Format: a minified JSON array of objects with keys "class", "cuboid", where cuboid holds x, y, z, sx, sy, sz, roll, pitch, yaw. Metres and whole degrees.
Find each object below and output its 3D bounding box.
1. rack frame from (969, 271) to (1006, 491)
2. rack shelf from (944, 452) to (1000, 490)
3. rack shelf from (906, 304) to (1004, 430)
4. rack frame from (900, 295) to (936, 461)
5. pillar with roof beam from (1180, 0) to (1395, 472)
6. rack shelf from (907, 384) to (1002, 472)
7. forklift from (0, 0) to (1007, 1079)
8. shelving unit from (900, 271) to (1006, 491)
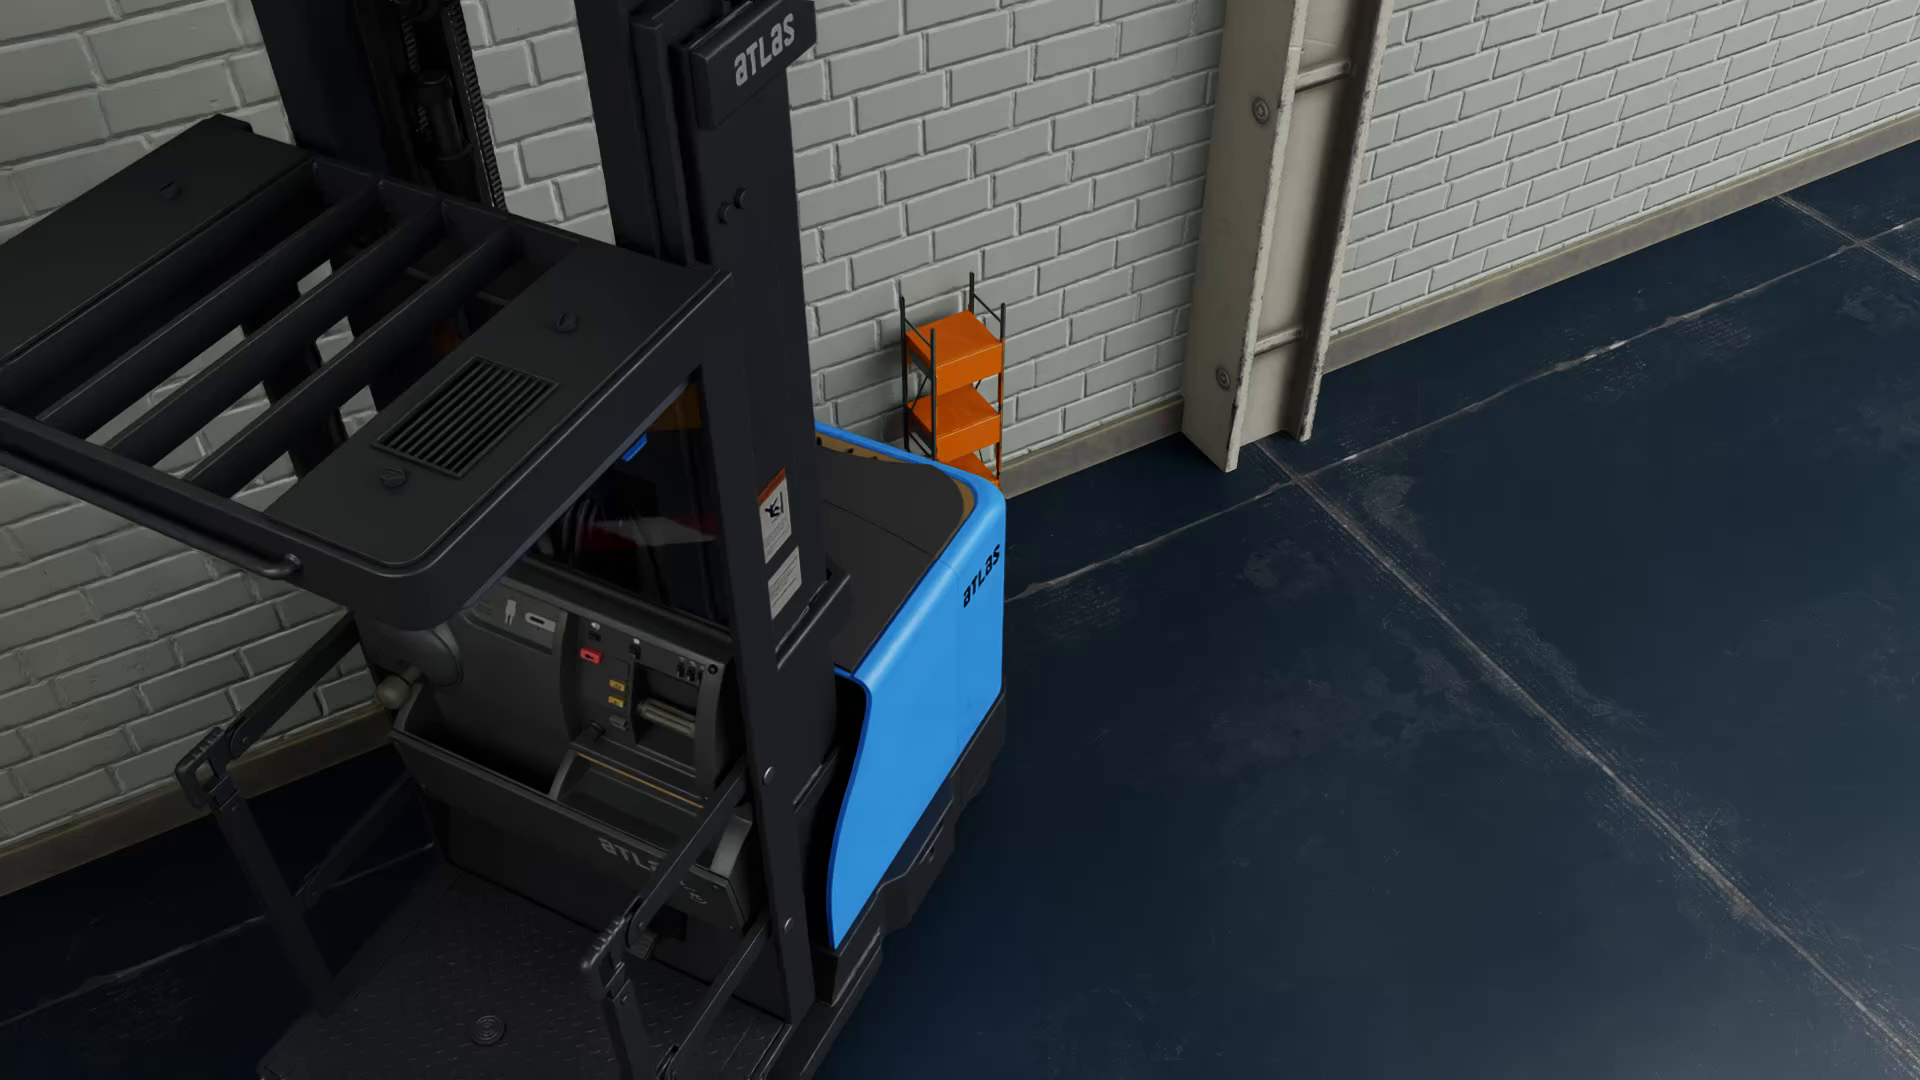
[{"class":"rack frame","cuboid":[0.082,-0.386,5.393,0.008,1.050,0.200,-22,49,-21]},{"class":"rack shelf","cuboid":[-0.024,-0.136,5.550,0.240,0.259,0.215,-22,49,-21]},{"class":"rack shelf","cuboid":[-0.023,-0.537,5.157,0.240,0.259,0.215,-22,49,-21]},{"class":"rack frame","cuboid":[-0.128,-0.299,5.303,0.008,1.050,0.200,-22,49,-21]},{"class":"pillar with roof beam","cuboid":[3.196,-1.033,0.353,0.400,9.000,9.100,-22,48,-21]},{"class":"rack shelf","cuboid":[-0.023,-0.335,5.355,0.240,0.259,0.215,-22,49,-21]},{"class":"forklift","cuboid":[-0.979,0.336,3.299,1.130,2.935,3.031,19,47,19]},{"class":"shelving unit","cuboid":[-0.023,-0.342,5.348,0.252,1.050,0.215,-22,49,-21]}]
